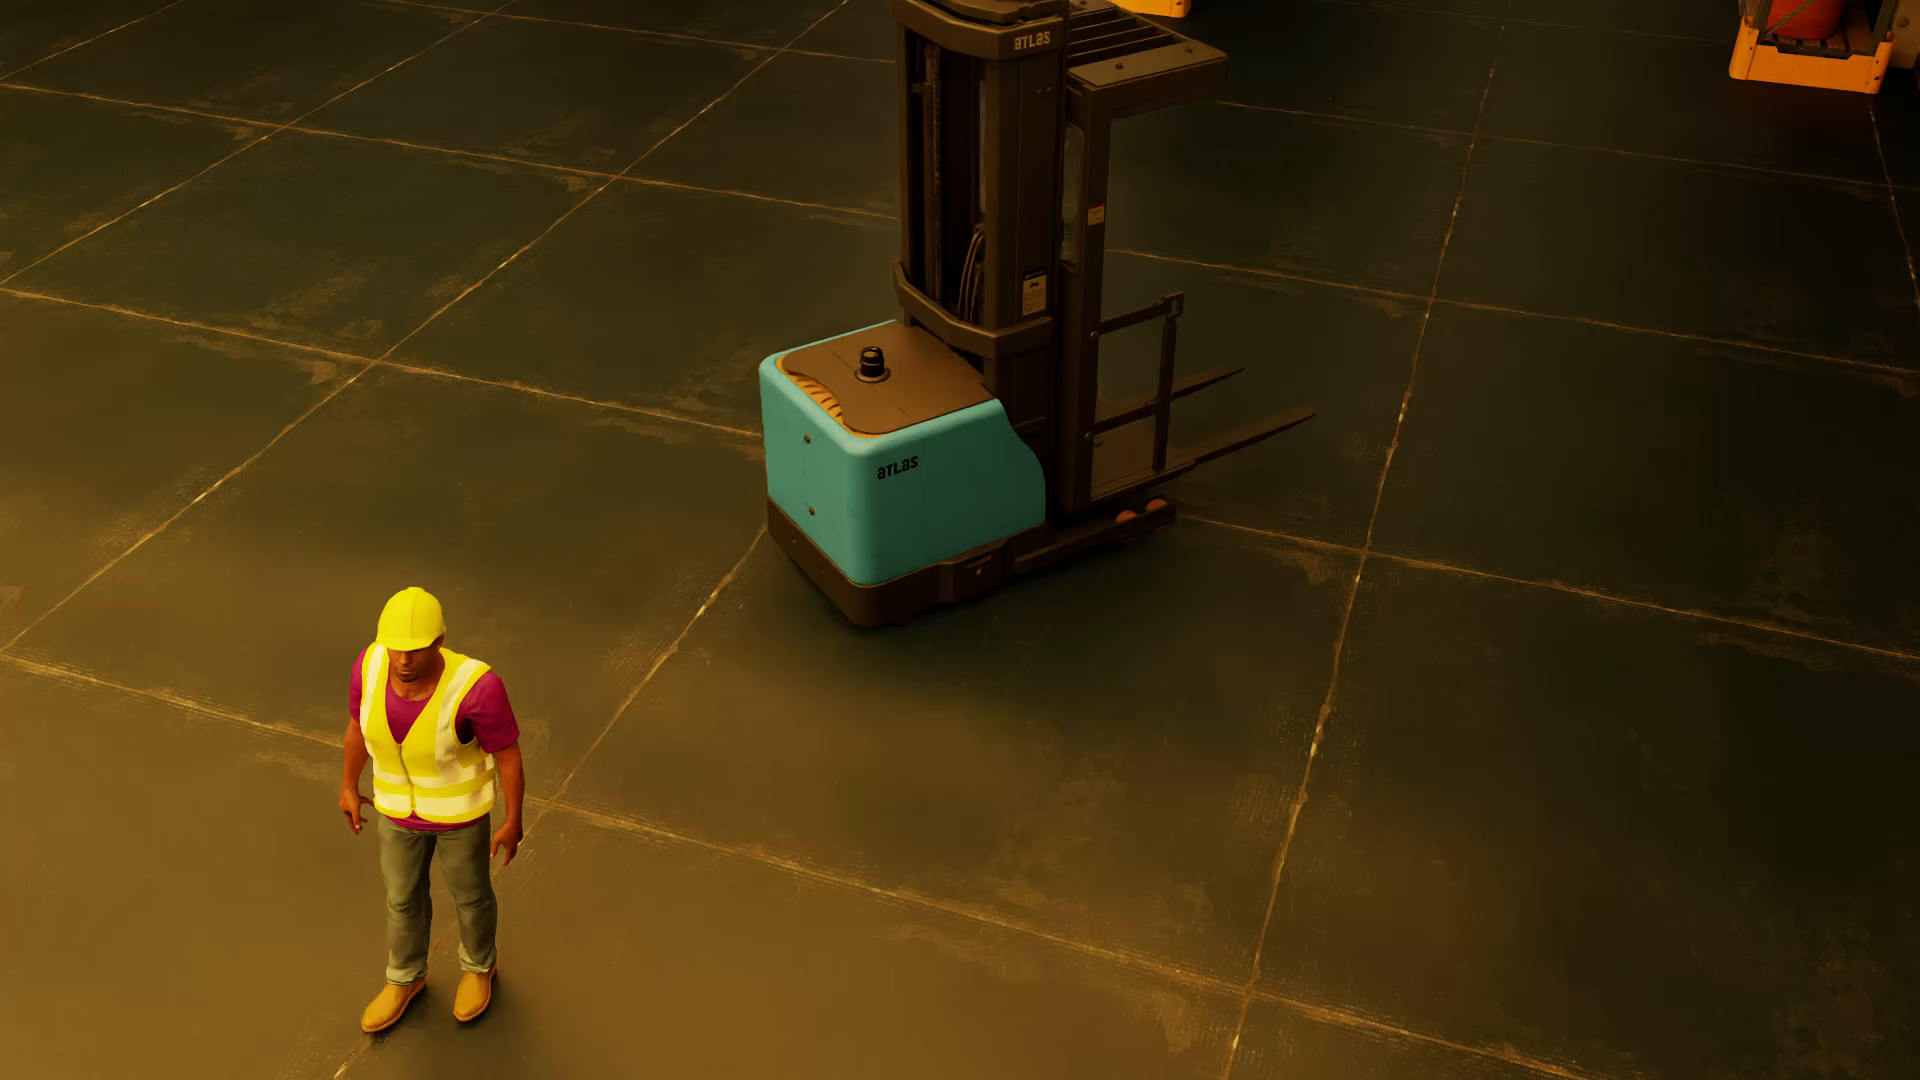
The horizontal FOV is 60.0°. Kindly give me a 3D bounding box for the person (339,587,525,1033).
[{"bbox_3d":[-1.845,0.962,5.749,0.665,1.767,0.576,6,36,9],"label":"person"}]

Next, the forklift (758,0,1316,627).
[{"bbox_3d":[0.530,-1.422,8.116,3.031,2.935,1.130,-20,40,-26],"label":"forklift"}]
